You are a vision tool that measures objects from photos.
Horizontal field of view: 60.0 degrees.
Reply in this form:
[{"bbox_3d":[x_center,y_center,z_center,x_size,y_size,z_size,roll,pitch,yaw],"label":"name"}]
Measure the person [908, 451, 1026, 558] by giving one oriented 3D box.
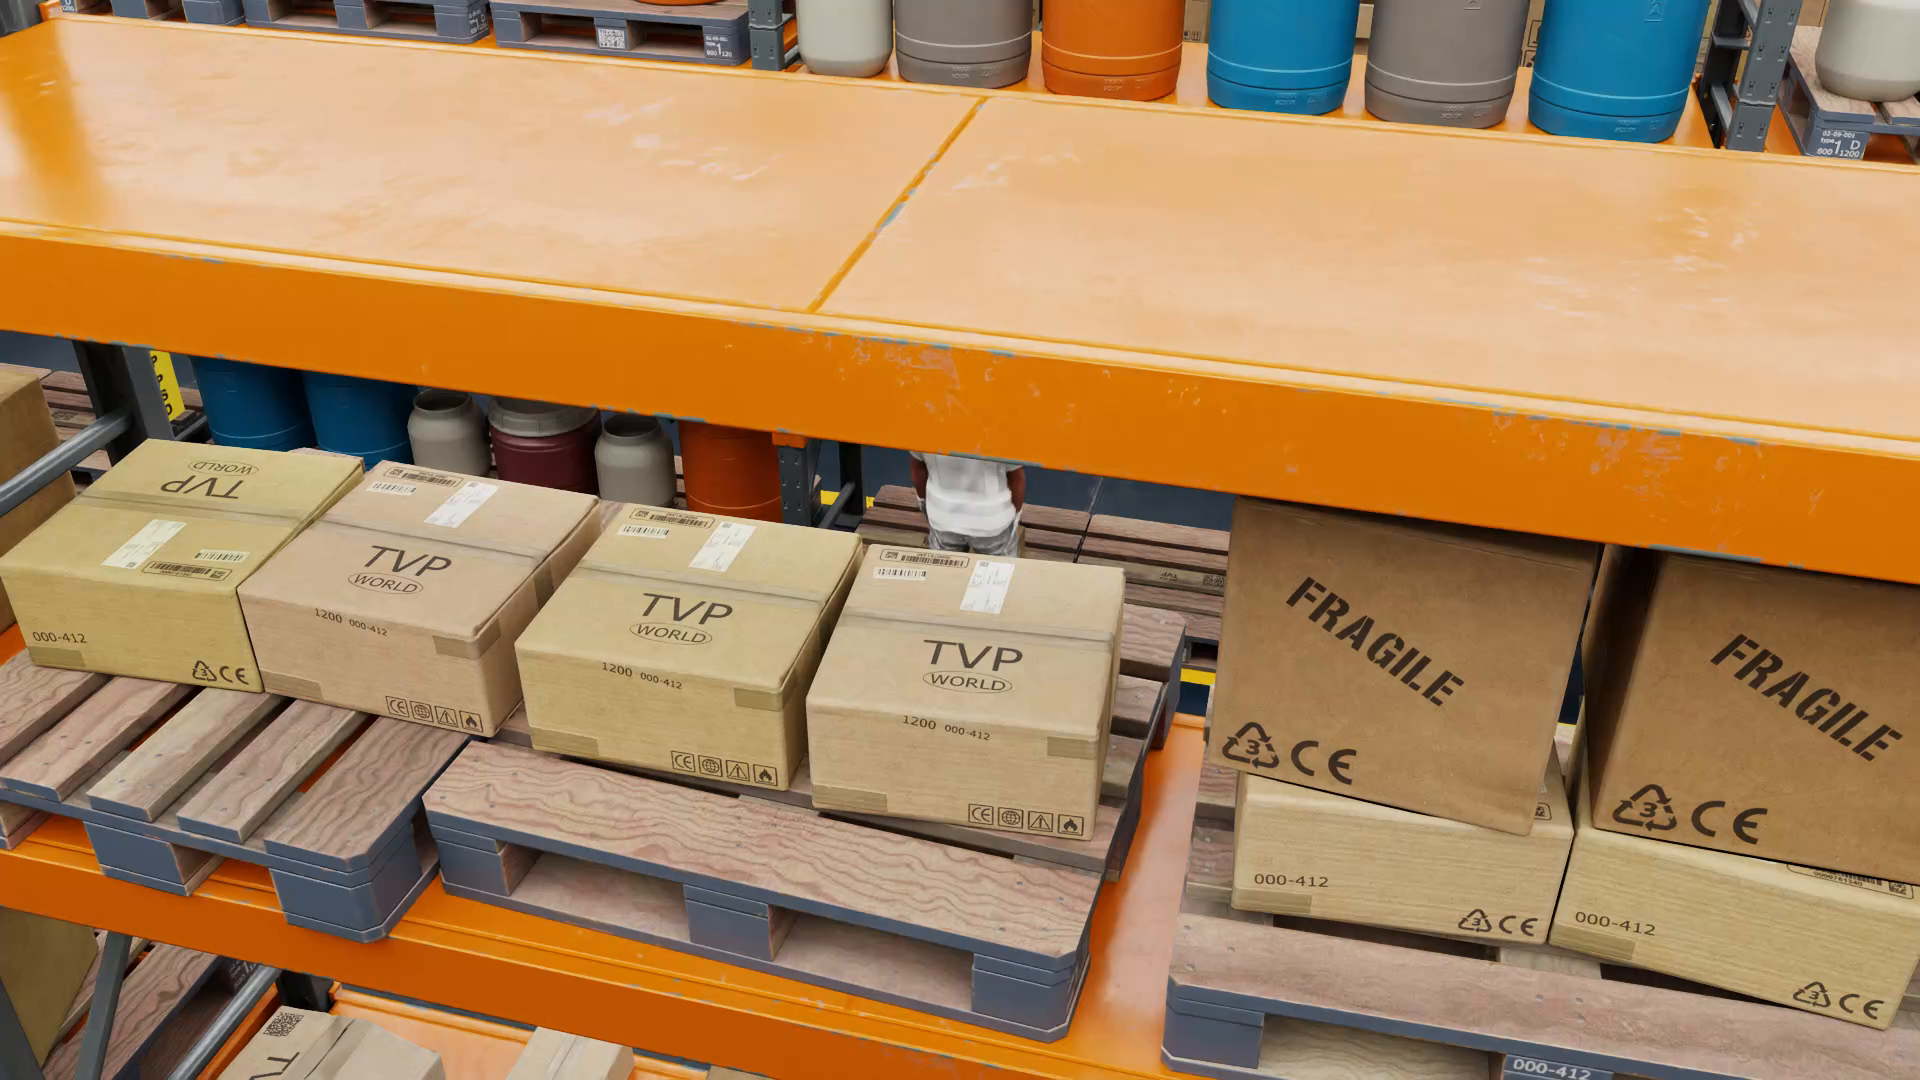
[{"bbox_3d":[0.039,-0.125,7.857,0.557,1.763,0.389,9,34,13],"label":"person"}]
